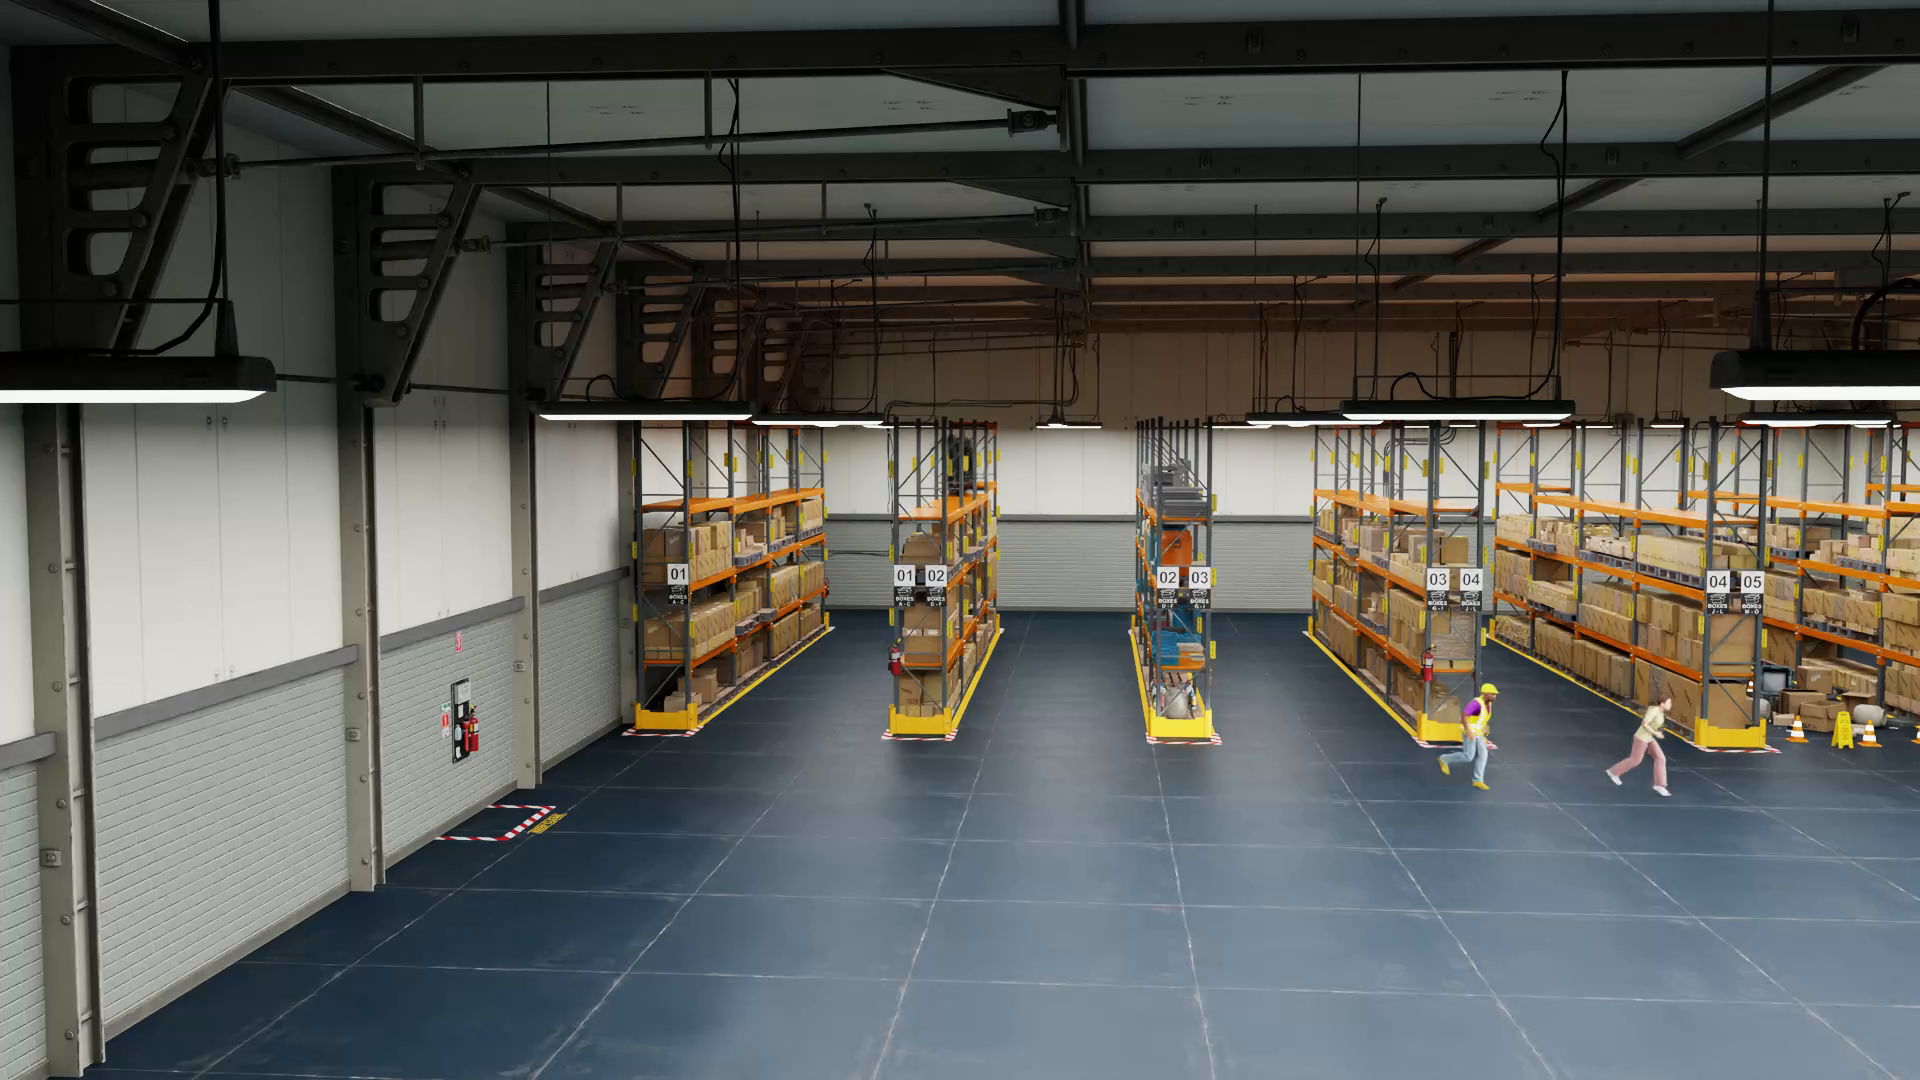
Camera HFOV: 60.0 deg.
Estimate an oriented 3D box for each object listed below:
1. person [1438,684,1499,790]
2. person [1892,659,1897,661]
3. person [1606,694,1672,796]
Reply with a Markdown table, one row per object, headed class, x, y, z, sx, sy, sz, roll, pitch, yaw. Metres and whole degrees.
| class | x | y | z | sx | sy | sz | roll | pitch | yaw |
| --- | --- | --- | --- | --- | --- | --- | --- | --- | --- |
| person | 8.219 | 3.143 | 26.874 | 0.975 | 1.709 | 0.707 | 3 | 5 | 36 |
| person | 21.505 | 2.375 | 37.834 | 0.683 | 1.830 | 0.768 | 0 | 4 | 3 |
| person | 10.812 | 3.218 | 26.420 | 0.995 | 1.626 | 0.614 | 3 | 5 | 34 |
